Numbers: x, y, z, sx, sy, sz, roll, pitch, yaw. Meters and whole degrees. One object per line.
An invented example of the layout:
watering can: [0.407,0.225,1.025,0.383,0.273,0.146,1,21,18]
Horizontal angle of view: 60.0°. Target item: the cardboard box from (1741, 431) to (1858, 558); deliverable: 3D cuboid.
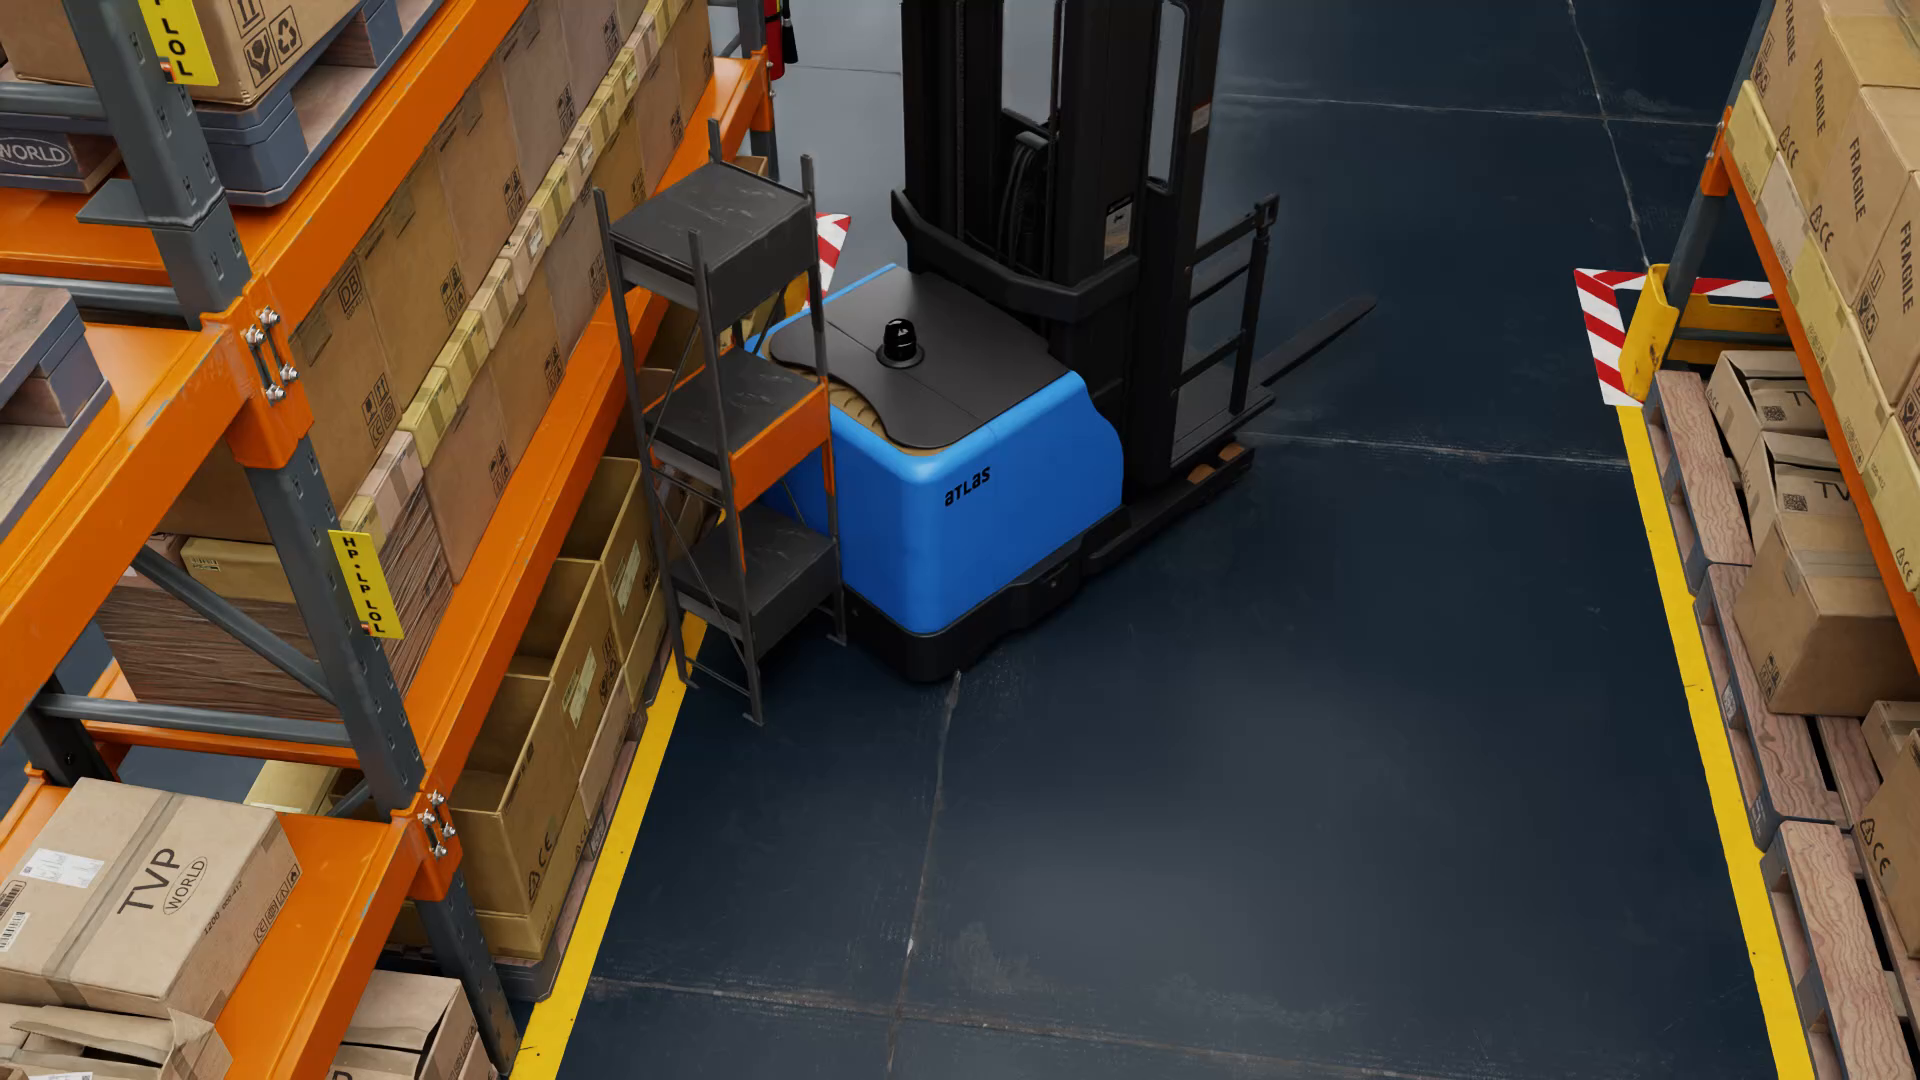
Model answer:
cardboard box: [3.331,-0.159,6.372,0.500,0.311,0.500,9,44,9]

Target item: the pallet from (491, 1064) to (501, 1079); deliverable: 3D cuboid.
pallet: [-1.912,1.969,4.517,1.003,0.211,1.213,5,44,6]

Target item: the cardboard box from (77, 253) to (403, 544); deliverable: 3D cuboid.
cardboard box: [-1.800,-0.360,3.932,0.700,0.500,0.500,5,44,6]

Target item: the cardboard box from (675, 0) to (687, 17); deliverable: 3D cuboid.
cardboard box: [-1.219,-2.091,6.232,0.380,0.149,0.250,6,44,7]

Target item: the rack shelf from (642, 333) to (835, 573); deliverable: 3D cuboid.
rack shelf: [-0.740,-0.292,5.550,0.431,0.518,0.480,26,49,25]

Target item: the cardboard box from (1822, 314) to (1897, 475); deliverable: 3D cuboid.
cardboard box: [3.011,-0.431,5.118,0.500,0.250,0.500,6,44,6]

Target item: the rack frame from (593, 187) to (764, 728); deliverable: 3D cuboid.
rack frame: [-0.882,-0.165,5.397,0.400,2.100,0.015,26,49,25]

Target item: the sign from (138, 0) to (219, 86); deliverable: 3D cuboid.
sign: [-1.314,-0.898,2.730,0.100,0.325,0.005,5,44,6]

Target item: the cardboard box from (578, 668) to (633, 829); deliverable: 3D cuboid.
cardboard box: [-1.420,0.668,5.558,0.500,0.250,0.500,5,44,6]

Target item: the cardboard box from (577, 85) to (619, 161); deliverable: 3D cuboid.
cardboard box: [-1.355,-1.387,5.489,0.380,0.149,0.250,6,44,7]

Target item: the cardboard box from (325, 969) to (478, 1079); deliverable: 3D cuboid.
cardboard box: [-1.622,1.395,4.382,0.500,0.311,0.500,5,44,6]

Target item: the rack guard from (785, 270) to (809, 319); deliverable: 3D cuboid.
rack guard: [-1.321,-1.384,7.848,1.175,0.500,0.348,5,44,6]

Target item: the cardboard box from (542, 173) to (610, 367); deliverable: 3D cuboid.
cardboard box: [-1.600,-0.939,5.488,0.700,0.500,0.500,6,44,7]

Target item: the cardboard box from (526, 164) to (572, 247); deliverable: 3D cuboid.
cardboard box: [-1.424,-1.043,5.125,0.380,0.149,0.250,5,44,5]

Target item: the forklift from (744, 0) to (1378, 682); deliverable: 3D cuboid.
forklift: [0.593,-1.445,6.144,3.031,2.935,1.130,-34,53,-30]

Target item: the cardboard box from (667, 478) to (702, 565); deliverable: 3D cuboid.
cardboard box: [-1.288,-0.014,6.277,0.500,0.250,0.500,5,44,6]

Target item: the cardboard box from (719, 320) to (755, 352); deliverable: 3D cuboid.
cardboard box: [-1.156,-0.695,6.997,0.500,0.250,0.500,5,44,6]

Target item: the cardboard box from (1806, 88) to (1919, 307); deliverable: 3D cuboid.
cardboard box: [3.076,-1.067,5.245,0.500,0.500,0.500,4,44,4]

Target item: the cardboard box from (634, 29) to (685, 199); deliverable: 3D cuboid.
cardboard box: [-1.463,-1.636,6.224,0.700,0.500,0.500,6,44,7]

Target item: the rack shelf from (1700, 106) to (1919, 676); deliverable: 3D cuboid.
rack shelf: [3.322,-0.203,5.306,1.077,0.370,4.000,5,44,6]

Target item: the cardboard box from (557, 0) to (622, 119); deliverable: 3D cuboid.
cardboard box: [-1.535,-1.727,5.376,0.700,0.500,0.500,5,44,6]

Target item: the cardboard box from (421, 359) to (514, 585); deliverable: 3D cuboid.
cardboard box: [-1.737,-0.249,4.758,0.700,0.500,0.500,5,44,5]

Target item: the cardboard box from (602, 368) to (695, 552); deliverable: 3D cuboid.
cardboard box: [-1.285,-0.286,6.019,0.500,0.500,0.500,5,44,6]

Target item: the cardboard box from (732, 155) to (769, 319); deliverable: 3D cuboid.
cardboard box: [-1.100,-1.309,7.100,0.500,0.500,0.500,5,44,6]

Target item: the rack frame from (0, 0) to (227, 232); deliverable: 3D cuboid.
rack frame: [-1.853,-1.728,2.030,1.000,3.000,0.127,5,44,6]

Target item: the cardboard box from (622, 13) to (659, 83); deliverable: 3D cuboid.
cardboard box: [-1.288,-1.746,5.867,0.380,0.149,0.250,6,44,6]

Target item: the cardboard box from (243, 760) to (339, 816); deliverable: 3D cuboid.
cardboard box: [-2.008,0.961,5.248,0.500,0.250,0.500,5,44,6]

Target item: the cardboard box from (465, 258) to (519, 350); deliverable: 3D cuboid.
cardboard box: [-1.491,-0.683,4.745,0.380,0.149,0.250,4,44,4]

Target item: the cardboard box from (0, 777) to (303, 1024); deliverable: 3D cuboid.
cardboard box: [-1.875,0.845,3.785,0.500,0.250,0.500,8,44,8]

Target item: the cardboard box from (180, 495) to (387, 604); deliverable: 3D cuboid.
cardboard box: [-1.625,0.013,4.010,0.380,0.149,0.250,5,44,5]

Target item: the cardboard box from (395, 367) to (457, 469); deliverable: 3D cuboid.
cardboard box: [-1.560,-0.334,4.377,0.380,0.149,0.250,4,44,4]

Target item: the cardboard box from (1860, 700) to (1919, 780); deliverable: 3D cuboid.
cardboard box: [3.289,0.686,5.598,0.380,0.149,0.250,2,43,2]

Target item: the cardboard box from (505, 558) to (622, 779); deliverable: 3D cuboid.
cardboard box: [-1.423,0.395,5.300,0.500,0.500,0.500,5,44,6]

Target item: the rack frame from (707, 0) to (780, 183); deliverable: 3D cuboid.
rack frame: [-1.324,-2.275,6.971,1.000,3.000,0.127,5,44,6]

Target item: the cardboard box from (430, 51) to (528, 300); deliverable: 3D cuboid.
cardboard box: [-1.668,-1.045,4.656,0.700,0.500,0.500,5,44,5]

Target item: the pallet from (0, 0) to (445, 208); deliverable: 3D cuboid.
pallet: [-1.766,-1.190,3.708,1.003,0.211,1.213,5,44,6]

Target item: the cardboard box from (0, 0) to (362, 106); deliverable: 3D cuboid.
cardboard box: [-1.525,-1.198,3.171,0.500,0.500,0.500,9,44,9]

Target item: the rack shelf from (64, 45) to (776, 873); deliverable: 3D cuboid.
rack shelf: [-1.588,-0.651,5.779,1.077,0.370,4.000,5,44,6]

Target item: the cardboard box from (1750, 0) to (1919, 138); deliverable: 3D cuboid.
cardboard box: [3.226,-1.755,5.971,0.500,0.500,0.500,5,44,6]

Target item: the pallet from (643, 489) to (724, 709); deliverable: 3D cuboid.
pallet: [-1.547,0.091,6.500,1.003,0.211,1.213,5,44,6]

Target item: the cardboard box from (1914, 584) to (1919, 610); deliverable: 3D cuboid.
cardboard box: [2.894,0.256,4.392,0.500,0.250,0.500,5,44,6]

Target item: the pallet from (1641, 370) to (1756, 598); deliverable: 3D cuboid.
pallet: [3.434,-0.213,6.821,1.003,0.211,1.213,5,44,6]

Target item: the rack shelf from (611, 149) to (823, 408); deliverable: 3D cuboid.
rack shelf: [-0.742,-0.801,5.069,0.431,0.518,0.480,26,49,25]

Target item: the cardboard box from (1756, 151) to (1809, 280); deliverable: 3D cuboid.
cardboard box: [3.153,-1.122,5.847,0.500,0.250,0.500,4,44,4]

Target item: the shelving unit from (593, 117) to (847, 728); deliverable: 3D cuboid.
shelving unit: [-0.740,-0.302,5.541,0.431,2.100,0.503,26,49,25]

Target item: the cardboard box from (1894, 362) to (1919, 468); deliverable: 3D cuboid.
cardboard box: [2.951,-0.360,4.498,0.500,0.500,0.500,4,44,4]

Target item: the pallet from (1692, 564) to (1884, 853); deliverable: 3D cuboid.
pallet: [3.271,0.616,5.946,1.003,0.211,1.213,5,44,6]

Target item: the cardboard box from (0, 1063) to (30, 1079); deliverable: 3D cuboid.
cardboard box: [-2.040,1.295,3.128,0.500,0.500,0.500,8,44,9]
